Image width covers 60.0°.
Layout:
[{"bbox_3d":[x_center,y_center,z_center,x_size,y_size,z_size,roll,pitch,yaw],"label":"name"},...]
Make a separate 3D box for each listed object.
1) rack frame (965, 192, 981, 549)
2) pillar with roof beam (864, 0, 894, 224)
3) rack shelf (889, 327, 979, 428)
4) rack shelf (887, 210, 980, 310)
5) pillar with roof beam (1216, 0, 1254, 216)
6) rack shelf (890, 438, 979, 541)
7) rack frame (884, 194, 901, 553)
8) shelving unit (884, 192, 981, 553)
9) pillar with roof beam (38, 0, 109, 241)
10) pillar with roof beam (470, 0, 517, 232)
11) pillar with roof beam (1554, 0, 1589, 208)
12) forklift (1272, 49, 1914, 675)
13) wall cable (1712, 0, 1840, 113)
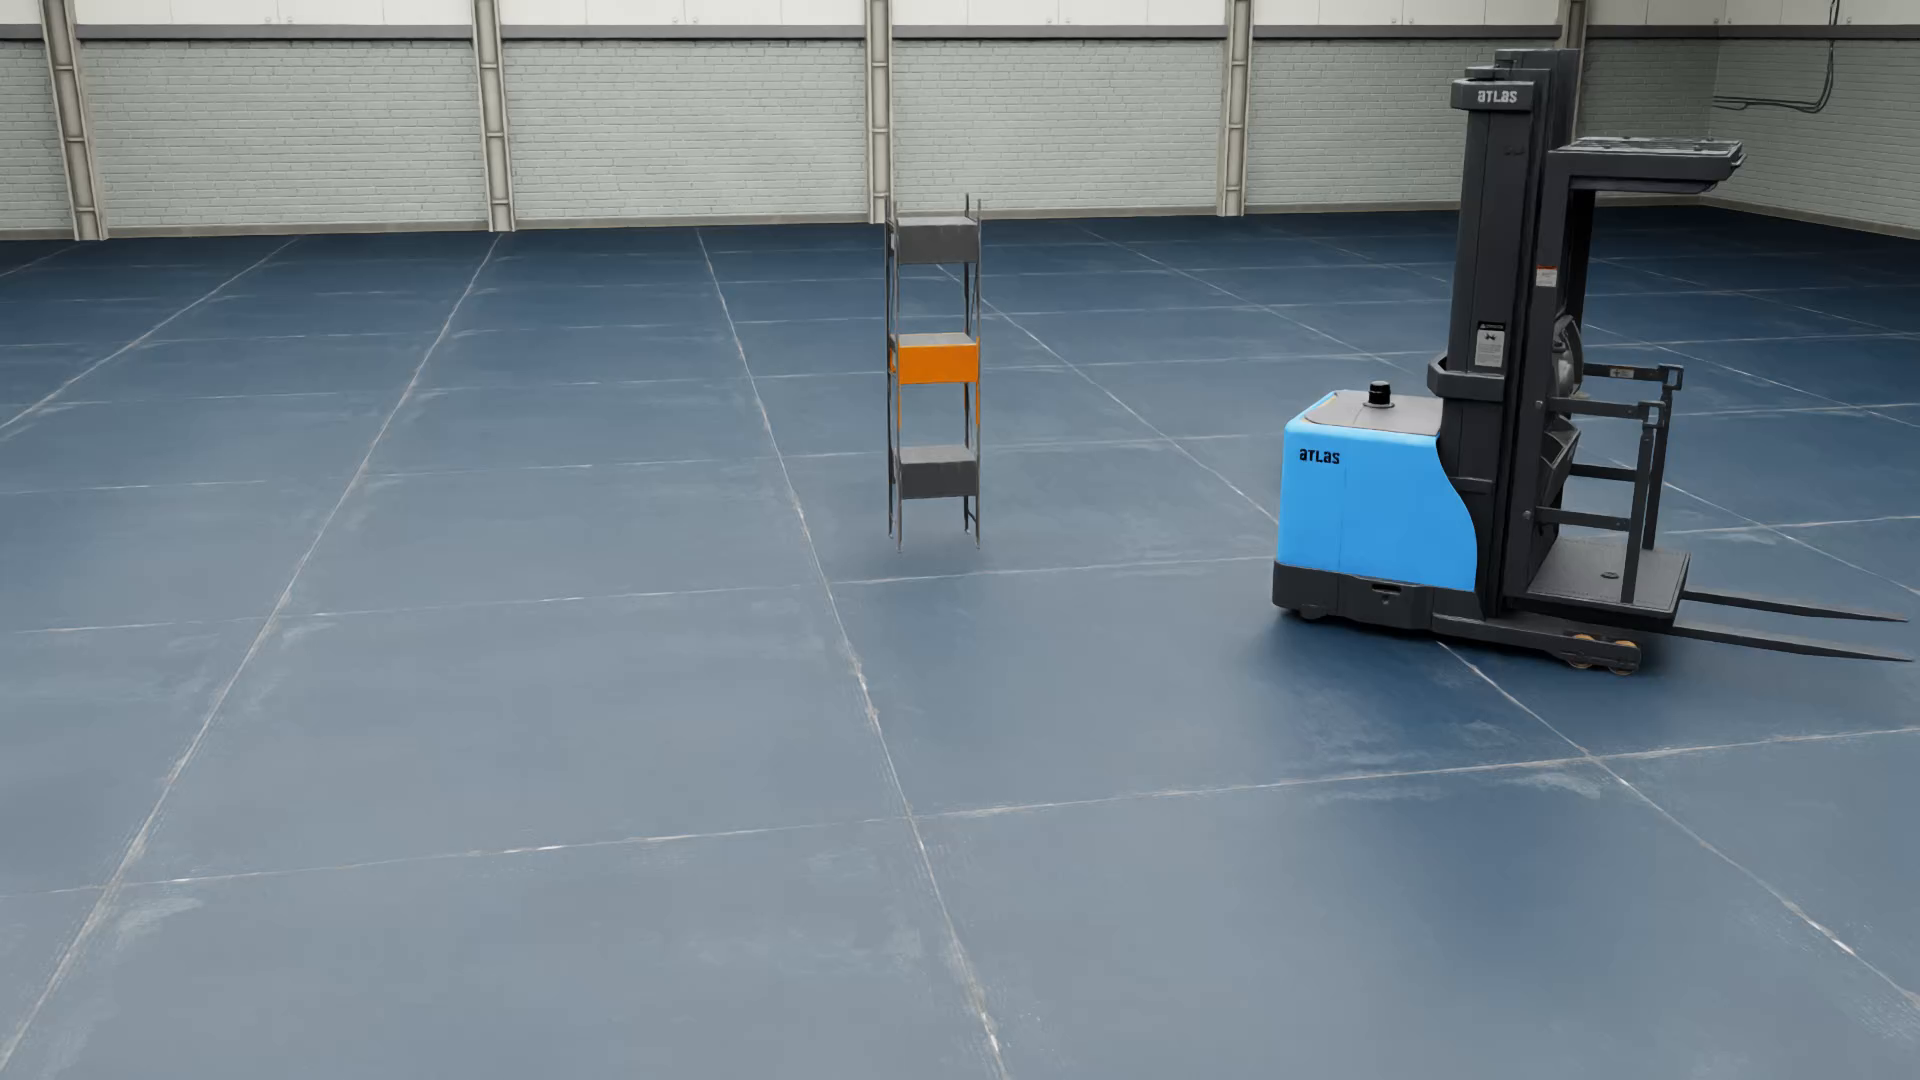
[{"bbox_3d":[0.077,-1.008,10.018,0.015,2.100,0.400,-3,17,-10],"label":"rack frame"},{"bbox_3d":[-0.480,-8.260,21.877,0.400,9.000,9.100,-3,17,-10],"label":"pillar with roof beam"},{"bbox_3d":[-0.163,-0.981,9.978,0.480,0.518,0.431,-3,17,-10],"label":"rack shelf"},{"bbox_3d":[-0.163,-1.651,9.772,0.480,0.518,0.431,-3,17,-10],"label":"rack shelf"},{"bbox_3d":[5.411,-8.594,22.965,0.400,9.000,9.100,-3,17,-10],"label":"pillar with roof beam"},{"bbox_3d":[-0.163,-0.312,10.183,0.480,0.518,0.431,-3,17,-10],"label":"rack shelf"},{"bbox_3d":[-0.402,-0.981,9.929,0.015,2.100,0.400,-3,17,-10],"label":"rack frame"},{"bbox_3d":[-0.163,-0.995,9.974,0.503,2.100,0.431,-3,17,-10],"label":"shelving unit"},{"bbox_3d":[-12.262,-7.591,19.701,0.400,9.000,9.100,-3,17,-10],"label":"pillar with roof beam"},{"bbox_3d":[-6.371,-7.926,20.789,0.400,9.000,9.100,-3,17,-10],"label":"pillar with roof beam"},{"bbox_3d":[11.302,-8.928,24.053,0.400,9.000,9.100,-3,17,-10],"label":"pillar with roof beam"},{"bbox_3d":[3.234,-0.917,8.304,3.031,2.935,1.130,9,19,26],"label":"forklift"},{"bbox_3d":[13.629,-8.468,27.843,0.112,2.526,3.097,-3,17,-10],"label":"wall cable"}]
